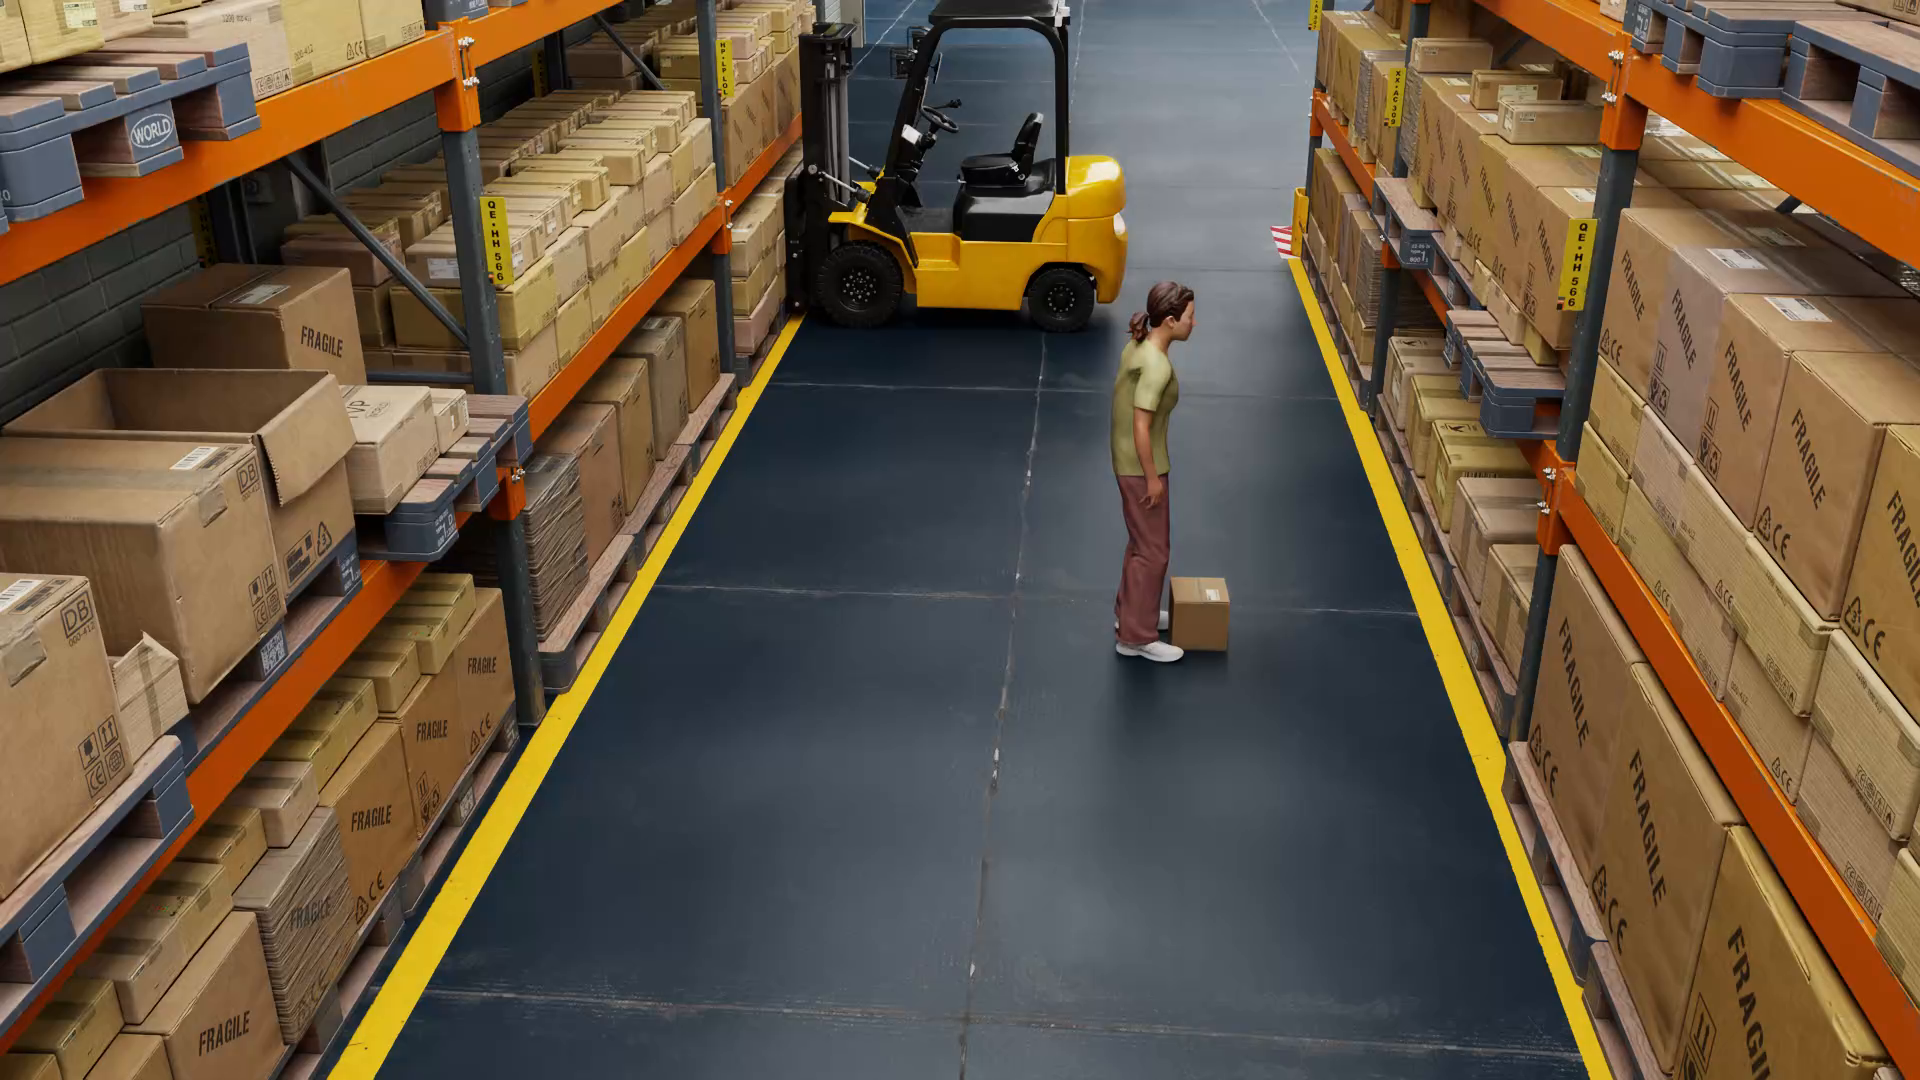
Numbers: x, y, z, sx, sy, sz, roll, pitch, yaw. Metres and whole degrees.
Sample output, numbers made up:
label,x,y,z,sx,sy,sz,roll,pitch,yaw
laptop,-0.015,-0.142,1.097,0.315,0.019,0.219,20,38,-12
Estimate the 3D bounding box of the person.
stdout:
label,x,y,z,sx,sy,sz,roll,pitch,yaw
person,0.838,-0.313,7.292,0.367,1.671,0.510,1,25,1
